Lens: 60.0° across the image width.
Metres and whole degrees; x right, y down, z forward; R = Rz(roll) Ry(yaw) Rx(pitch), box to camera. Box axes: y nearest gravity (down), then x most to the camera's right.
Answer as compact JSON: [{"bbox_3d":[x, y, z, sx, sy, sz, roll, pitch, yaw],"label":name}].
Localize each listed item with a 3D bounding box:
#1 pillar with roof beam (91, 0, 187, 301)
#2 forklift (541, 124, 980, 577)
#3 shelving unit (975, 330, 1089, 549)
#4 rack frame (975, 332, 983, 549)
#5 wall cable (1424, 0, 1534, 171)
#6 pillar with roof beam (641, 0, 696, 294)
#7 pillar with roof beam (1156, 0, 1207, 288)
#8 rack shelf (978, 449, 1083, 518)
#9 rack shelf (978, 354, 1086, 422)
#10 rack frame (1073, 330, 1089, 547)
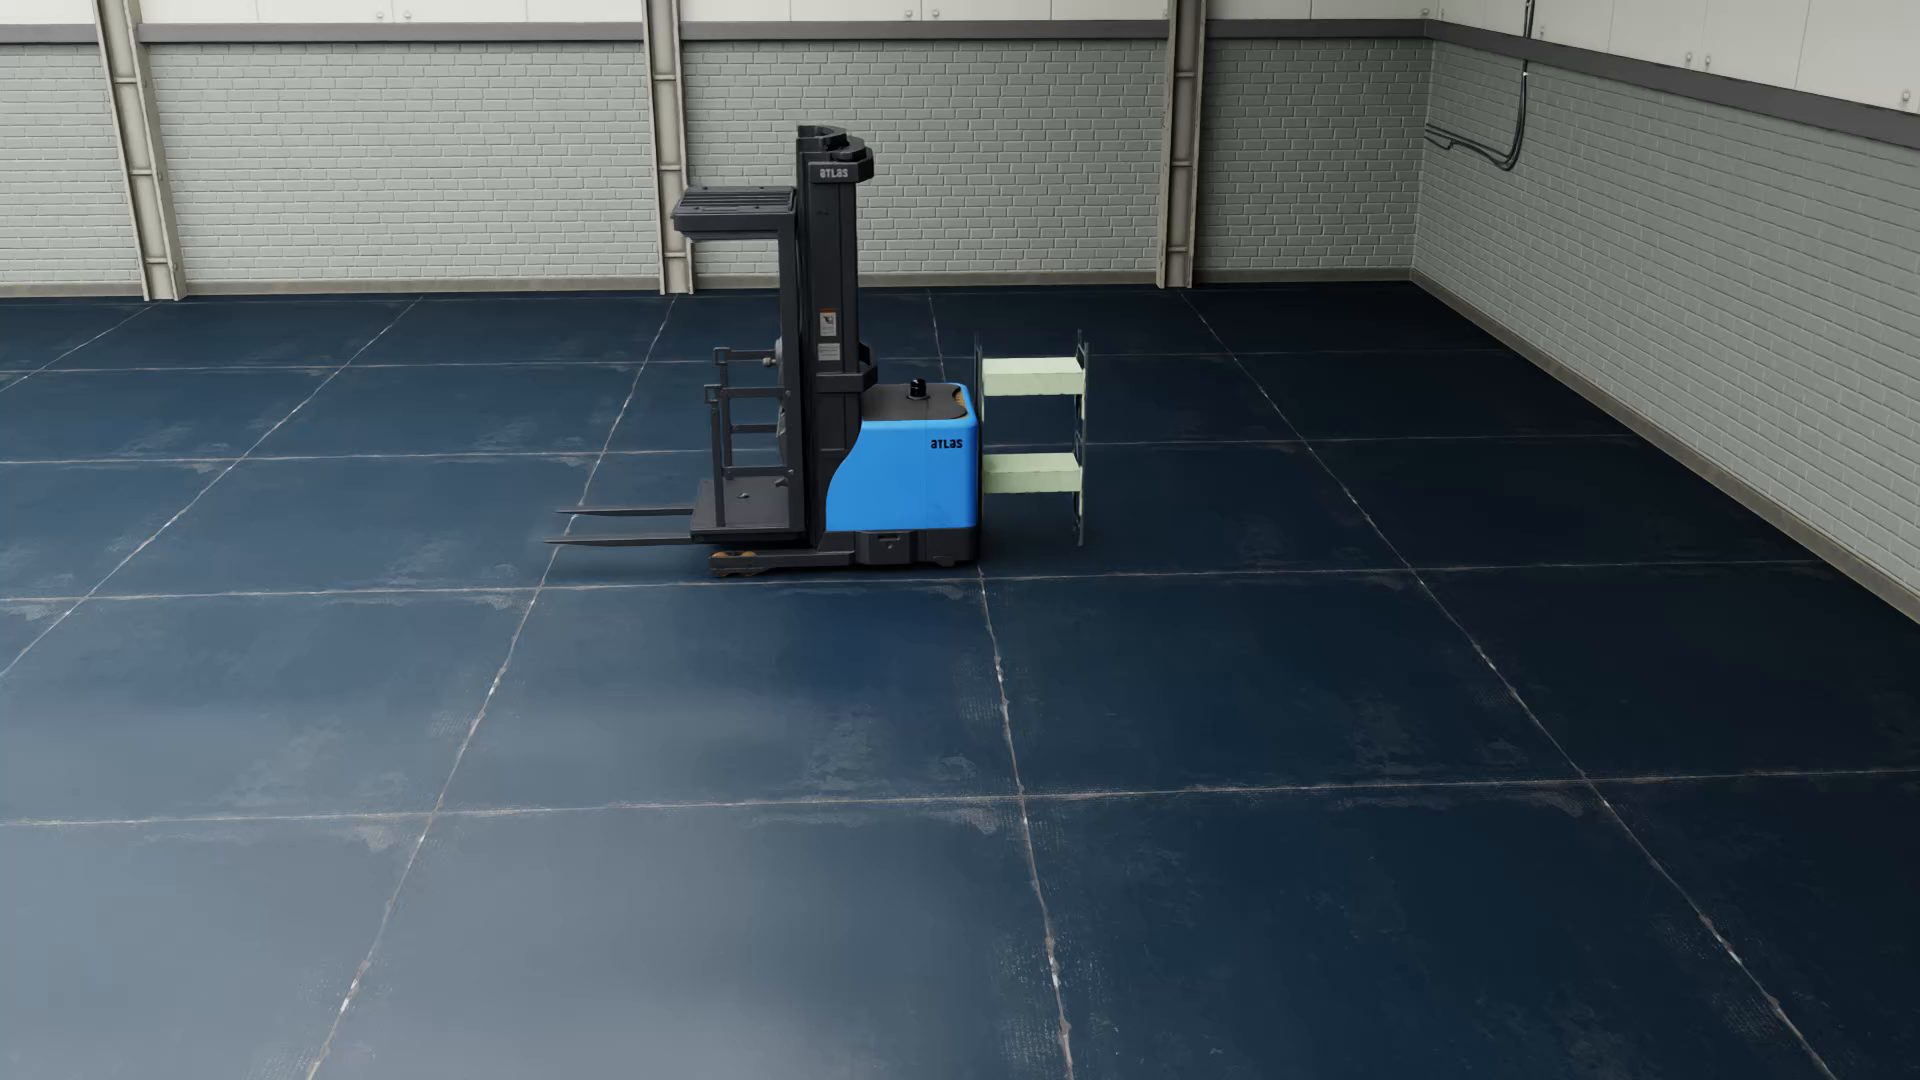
[{"bbox_3d":[-9.126,-5.539,14.023,0.400,9.000,9.100,-1,21,-3],"label":"pillar with roof beam"},{"bbox_3d":[-1.405,-1.310,11.442,3.031,2.935,1.130,-1,21,-4],"label":"forklift"},{"bbox_3d":[0.498,-0.714,11.889,0.755,1.500,0.431,-1,21,-4],"label":"shelving unit"},{"bbox_3d":[0.133,-0.705,11.865,0.023,1.500,0.400,-1,21,-4],"label":"rack frame"},{"bbox_3d":[5.625,-5.451,18.155,0.112,2.526,3.097,-1,21,-3],"label":"wall cable"},{"bbox_3d":[-3.136,-5.661,14.343,0.400,9.000,9.100,-1,21,-3],"label":"pillar with roof beam"},{"bbox_3d":[2.854,-5.783,14.663,0.400,9.000,9.100,-1,21,-3],"label":"pillar with roof beam"},{"bbox_3d":[0.498,-0.410,12.005,0.720,0.370,0.431,-1,21,-4],"label":"rack shelf"},{"bbox_3d":[0.498,-1.079,11.750,0.720,0.370,0.431,-1,21,-4],"label":"rack shelf"},{"bbox_3d":[0.863,-0.724,11.914,0.023,1.500,0.400,-1,21,-4],"label":"rack frame"}]
